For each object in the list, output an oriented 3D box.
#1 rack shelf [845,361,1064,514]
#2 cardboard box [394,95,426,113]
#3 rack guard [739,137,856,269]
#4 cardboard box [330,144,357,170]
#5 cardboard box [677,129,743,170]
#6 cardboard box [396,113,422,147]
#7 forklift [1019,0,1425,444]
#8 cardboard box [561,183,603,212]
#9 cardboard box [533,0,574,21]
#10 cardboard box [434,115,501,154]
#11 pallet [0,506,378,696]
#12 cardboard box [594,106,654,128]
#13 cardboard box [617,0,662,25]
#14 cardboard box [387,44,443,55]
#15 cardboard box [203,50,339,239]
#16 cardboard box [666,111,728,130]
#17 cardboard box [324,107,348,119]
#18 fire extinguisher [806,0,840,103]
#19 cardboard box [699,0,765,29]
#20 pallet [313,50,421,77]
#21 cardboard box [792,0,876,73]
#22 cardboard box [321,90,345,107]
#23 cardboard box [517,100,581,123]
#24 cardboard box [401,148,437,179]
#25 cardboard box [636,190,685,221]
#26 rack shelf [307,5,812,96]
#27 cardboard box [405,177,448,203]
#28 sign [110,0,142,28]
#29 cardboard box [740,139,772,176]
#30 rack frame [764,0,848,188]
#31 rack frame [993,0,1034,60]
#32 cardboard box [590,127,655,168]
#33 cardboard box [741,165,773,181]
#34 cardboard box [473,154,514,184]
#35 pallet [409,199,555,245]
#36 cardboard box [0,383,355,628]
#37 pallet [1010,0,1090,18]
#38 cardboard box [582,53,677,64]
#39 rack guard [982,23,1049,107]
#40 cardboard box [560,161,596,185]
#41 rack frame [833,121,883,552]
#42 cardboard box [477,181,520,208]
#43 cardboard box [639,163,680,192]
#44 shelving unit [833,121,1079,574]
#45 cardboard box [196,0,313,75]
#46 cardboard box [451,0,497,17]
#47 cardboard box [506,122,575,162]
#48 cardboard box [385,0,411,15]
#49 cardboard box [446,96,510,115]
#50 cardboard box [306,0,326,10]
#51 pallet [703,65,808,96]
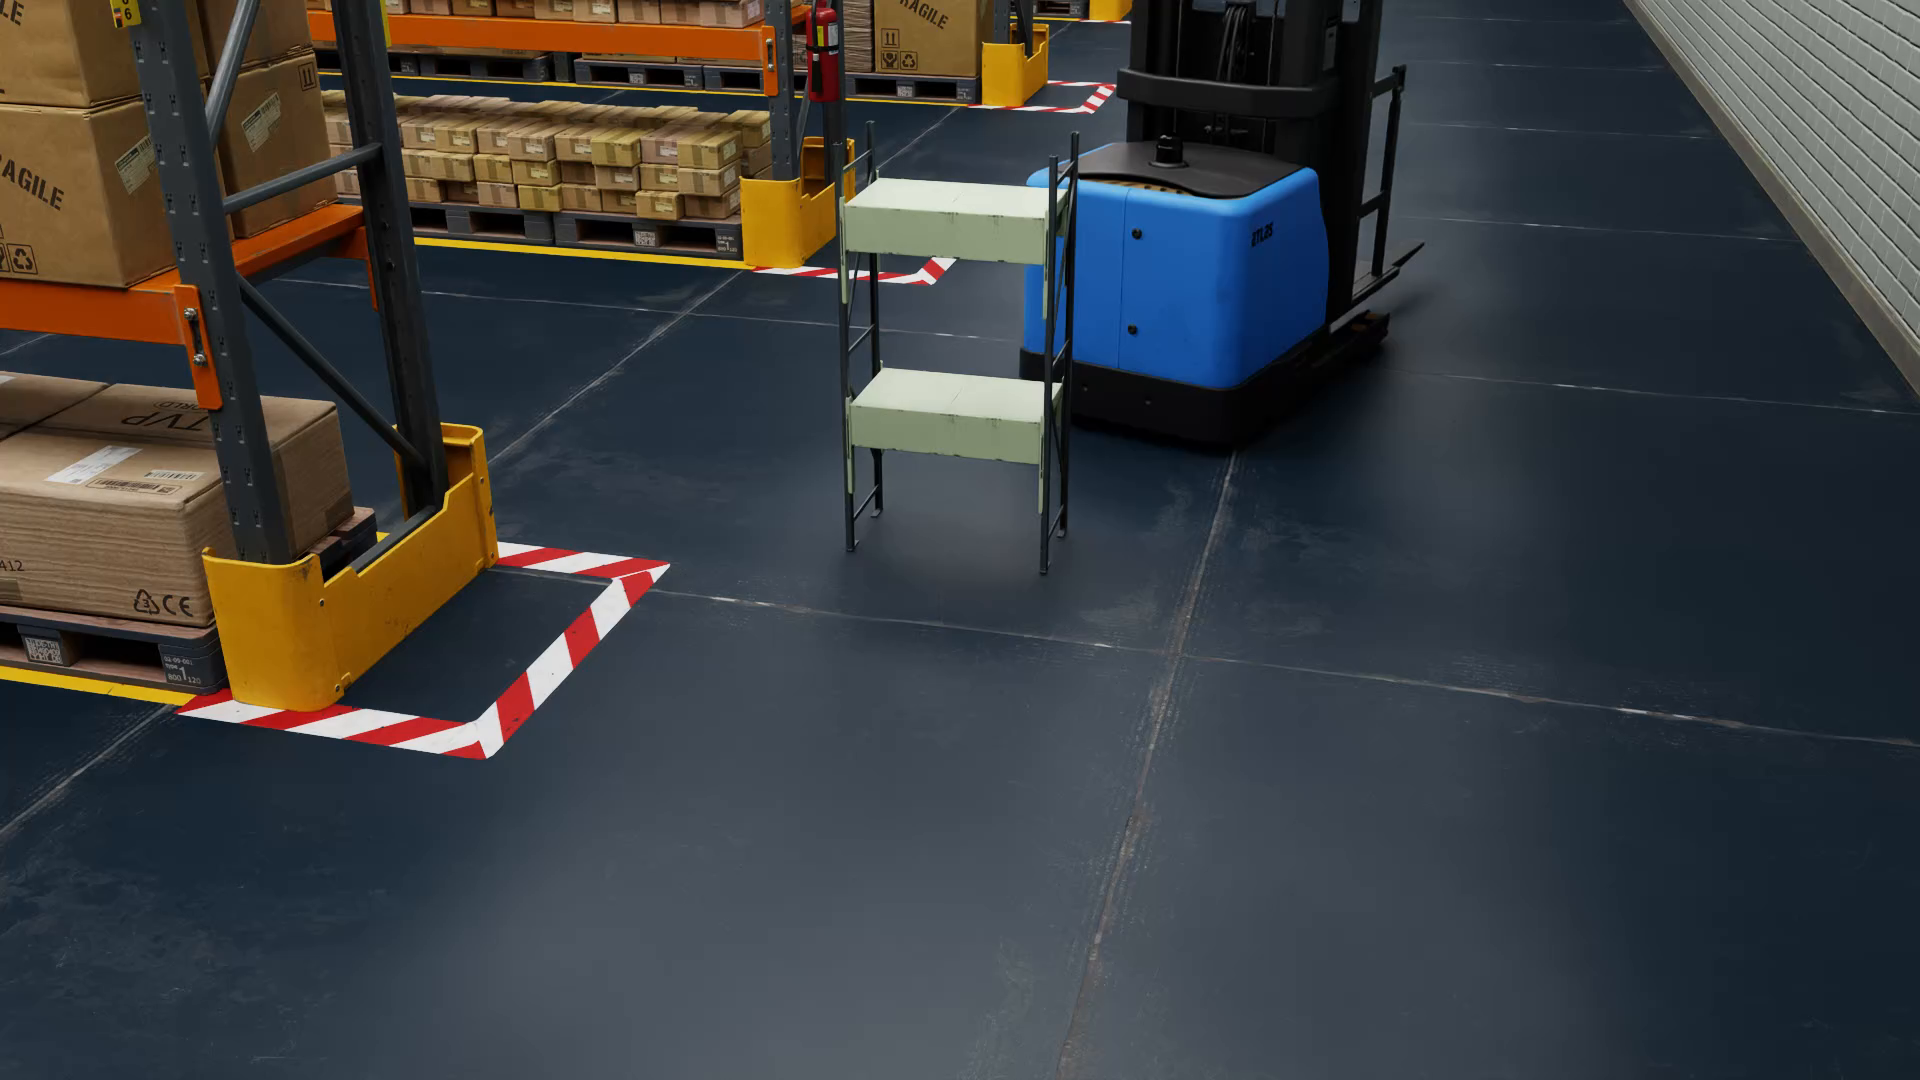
[{"bbox_3d":[-0.006,-0.384,6.069,0.720,0.370,0.431,6,26,13],"label":"rack shelf"},{"bbox_3d":[-3.609,-2.726,10.623,0.250,0.149,0.380,7,26,15],"label":"cardboard box"},{"bbox_3d":[-0.950,-2.031,9.934,0.348,0.500,1.175,6,26,13],"label":"rack guard"},{"bbox_3d":[-3.706,-2.413,10.312,0.250,0.149,0.380,5,26,10],"label":"cardboard box"},{"bbox_3d":[-1.453,-2.274,9.672,0.250,0.149,0.380,7,26,14],"label":"cardboard box"},{"bbox_3d":[-3.475,-2.487,10.120,0.250,0.149,0.380,7,26,14],"label":"cardboard box"},{"bbox_3d":[1.479,-2.311,7.694,1.130,2.935,3.031,15,29,29],"label":"forklift"},{"bbox_3d":[-2.190,-2.094,9.987,0.250,0.149,0.380,7,26,14],"label":"cardboard box"},{"bbox_3d":[-2.242,-3.076,9.514,0.250,0.149,0.380,5,26,11],"label":"cardboard box"},{"bbox_3d":[-2.962,-2.450,10.042,0.250,0.149,0.380,6,26,13],"label":"cardboard box"},{"bbox_3d":[-2.806,0.126,5.739,1.213,0.211,1.003,6,26,13],"label":"pallet"},{"bbox_3d":[-2.069,-2.572,10.298,0.250,0.149,0.380,5,26,10],"label":"cardboard box"},{"bbox_3d":[-1.741,-3.018,9.392,0.250,0.149,0.380,6,26,12],"label":"cardboard box"},{"bbox_3d":[-4.908,-5.019,15.287,0.875,0.875,1.225,5,26,11],"label":"cardboard box"},{"bbox_3d":[-2.405,-1.296,5.366,0.500,0.500,0.500,6,26,13],"label":"cardboard box"},{"bbox_3d":[-1.597,-2.499,10.146,0.250,0.149,0.380,7,26,14],"label":"cardboard box"},{"bbox_3d":[-3.959,-2.567,10.288,0.250,0.149,0.380,6,26,12],"label":"cardboard box"},{"bbox_3d":[-0.748,-2.729,9.016,0.183,0.674,0.296,6,26,13],"label":"fire extinguisher"},{"bbox_3d":[-1.263,-2.955,9.260,0.250,0.149,0.380,6,26,13],"label":"cardboard box"},{"bbox_3d":[-5.369,-4.556,15.573,1.213,0.211,1.003,6,26,13],"label":"pallet"},{"bbox_3d":[-1.065,-4.568,14.339,0.875,0.875,0.875,6,26,13],"label":"cardboard box"},{"bbox_3d":[-4.084,-2.810,10.799,0.250,0.149,0.380,7,26,14],"label":"cardboard box"},{"bbox_3d":[-2.579,-2.653,10.468,0.250,0.149,0.380,7,26,14],"label":"cardboard box"},{"bbox_3d":[-3.217,-2.321,10.117,0.250,0.149,0.380,6,26,13],"label":"cardboard box"},{"bbox_3d":[-1.713,-2.009,9.808,0.250,0.149,0.380,7,26,15],"label":"cardboard box"},{"bbox_3d":[-2.814,-3.041,9.984,4.000,0.370,1.077,6,26,13],"label":"rack shelf"},{"bbox_3d":[-3.211,-2.187,10.183,0.250,0.149,0.380,6,26,12],"label":"cardboard box"},{"bbox_3d":[-2.160,-1.485,4.257,0.005,0.325,0.100,6,26,13],"label":"sign"},{"bbox_3d":[-1.320,-2.351,10.181,0.250,0.149,0.380,7,26,15],"label":"cardboard box"},{"bbox_3d":[-0.877,-3.151,9.380,0.127,3.000,1.000,6,26,13],"label":"rack frame"},{"bbox_3d":[0.456,-5.205,13.694,0.127,3.000,1.000,6,26,13],"label":"rack frame"},{"bbox_3d":[-1.964,-2.299,9.726,0.250,0.149,0.380,6,26,12],"label":"cardboard box"},{"bbox_3d":[-1.304,-2.243,10.300,0.250,0.149,0.380,7,26,14],"label":"cardboard box"},{"bbox_3d":[-2.711,-2.266,10.002,0.250,0.149,0.380,8,27,16],"label":"cardboard box"},{"bbox_3d":[-2.906,-2.134,10.486,1.213,0.211,1.003,6,26,13],"label":"pallet"},{"bbox_3d":[-2.676,-0.142,5.550,0.875,0.438,0.875,5,26,11],"label":"cardboard box"},{"bbox_3d":[0.901,-6.113,18.844,1.213,0.211,1.003,6,26,13],"label":"pallet"},{"bbox_3d":[-2.798,-4.760,14.742,0.875,0.875,0.875,6,26,13],"label":"cardboard box"},{"bbox_3d":[0.480,-4.074,14.226,0.348,0.500,1.175,6,26,13],"label":"rack guard"},{"bbox_3d":[-2.197,-2.252,9.973,0.250,0.149,0.380,6,26,12],"label":"cardboard box"},{"bbox_3d":[-0.361,-0.717,6.011,0.023,1.500,0.400,6,26,13],"label":"rack frame"},{"bbox_3d":[-2.712,-2.133,10.068,0.250,0.149,0.380,7,26,14],"label":"cardboard box"},{"bbox_3d":[-1.699,-2.176,9.813,0.250,0.149,0.380,6,26,12],"label":"cardboard box"},{"bbox_3d":[-0.006,-0.678,5.929,0.755,1.500,0.431,6,26,13],"label":"shelving unit"},{"bbox_3d":[-2.406,-1.746,5.149,0.500,0.500,0.500,6,26,12],"label":"cardboard box"},{"bbox_3d":[-2.750,-3.151,9.672,0.250,0.149,0.380,7,26,14],"label":"cardboard box"},{"bbox_3d":[-2.473,-2.359,9.851,0.250,0.149,0.380,7,26,15],"label":"cardboard box"},{"bbox_3d":[-3.270,-3.179,9.730,0.250,0.149,0.380,7,26,15],"label":"cardboard box"},{"bbox_3d":[-3.060,-2.712,10.593,0.250,0.149,0.380,5,26,11],"label":"cardboard box"},{"bbox_3d":[-3.756,-3.265,9.910,0.250,0.149,0.380,5,26,11],"label":"cardboard box"},{"bbox_3d":[-1.515,-4.131,14.681,1.213,0.211,1.003,6,26,13],"label":"pallet"}]
